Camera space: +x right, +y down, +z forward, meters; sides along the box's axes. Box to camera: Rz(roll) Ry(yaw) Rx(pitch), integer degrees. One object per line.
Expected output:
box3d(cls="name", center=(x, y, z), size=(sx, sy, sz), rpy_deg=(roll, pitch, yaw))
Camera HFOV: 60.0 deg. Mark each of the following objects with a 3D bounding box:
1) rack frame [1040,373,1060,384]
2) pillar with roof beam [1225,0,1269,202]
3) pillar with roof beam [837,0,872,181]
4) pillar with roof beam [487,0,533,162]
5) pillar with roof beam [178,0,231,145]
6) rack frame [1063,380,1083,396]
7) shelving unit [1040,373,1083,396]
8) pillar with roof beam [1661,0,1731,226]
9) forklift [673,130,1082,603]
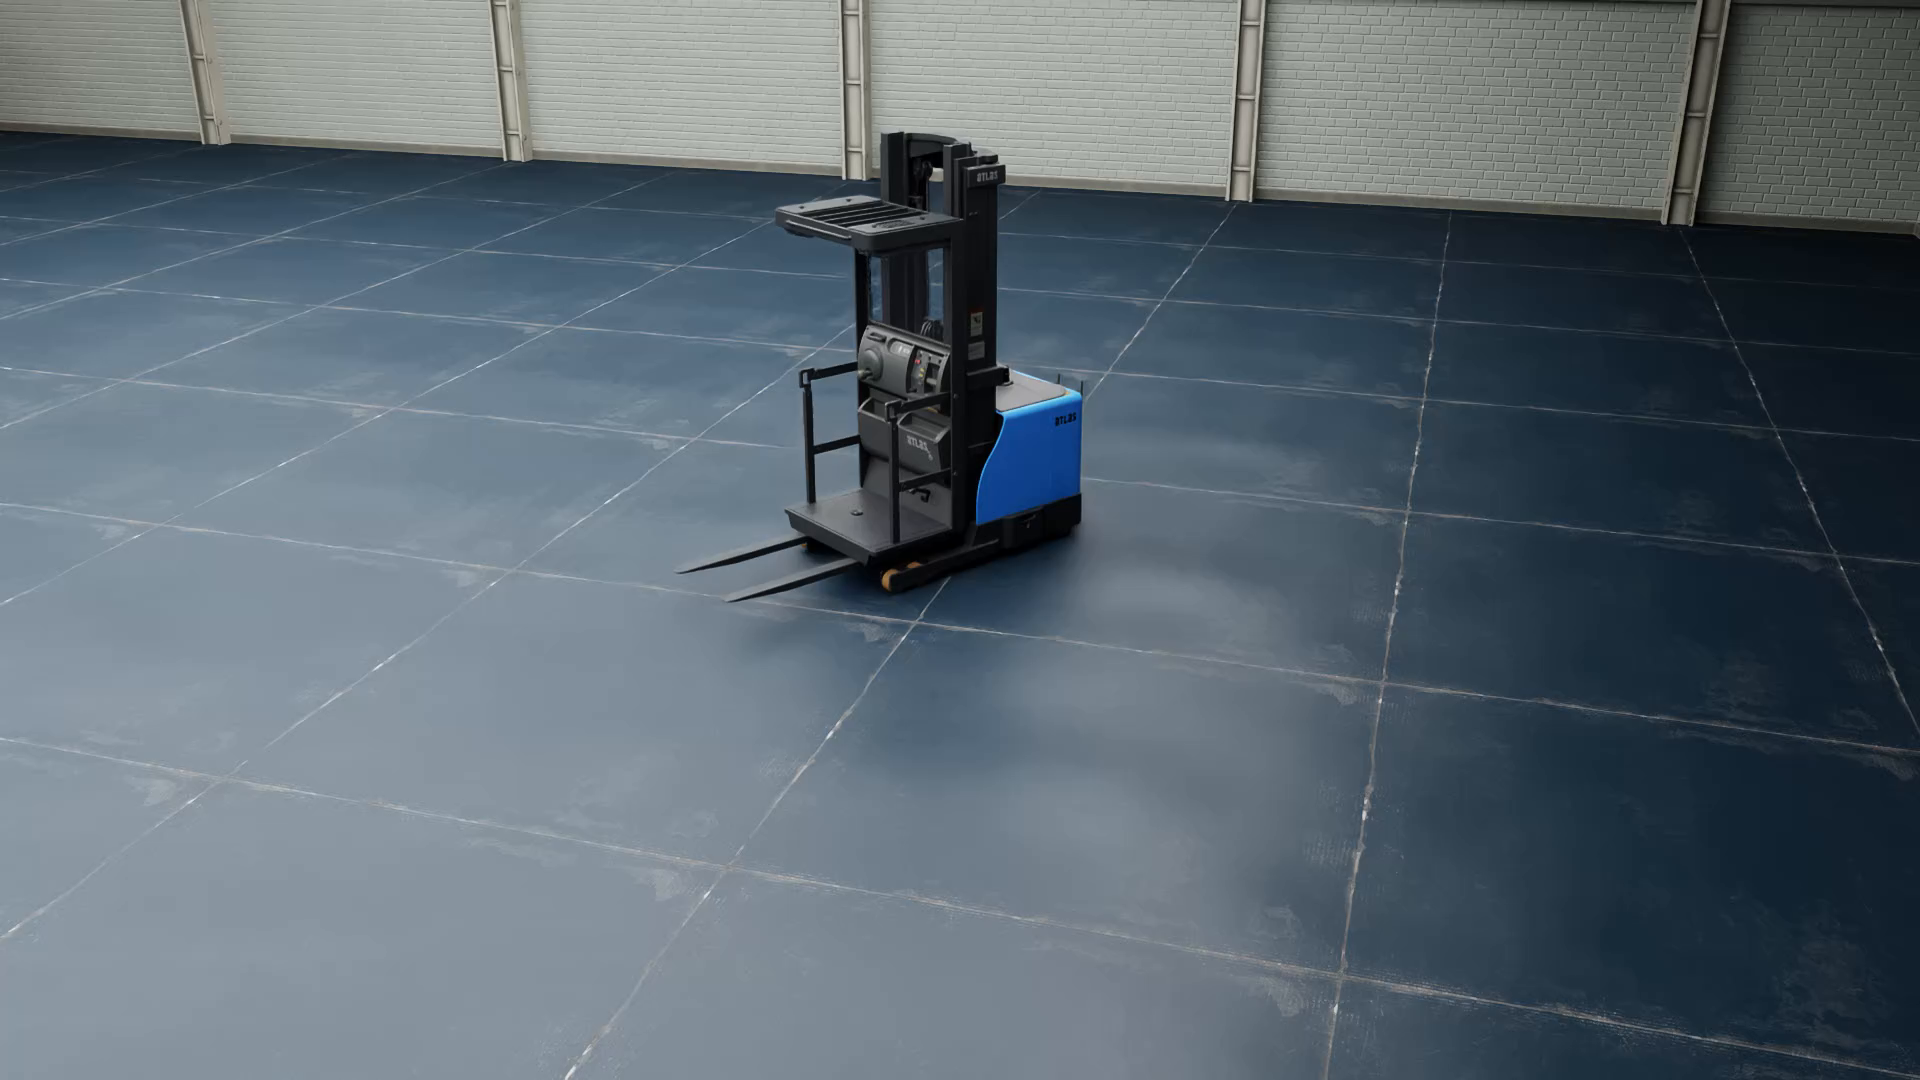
box3d(cls="rack frame", center=(0.680, -0.751, 12.718), size=(0.200, 1.050, 0.008), rpy_deg=(-18, 28, -37))
box3d(cls="pillar with roof beam", center=(2.890, -7.623, 18.997), size=(0.400, 9.000, 9.100), rpy_deg=(7, 23, 16))
box3d(cls="pillar with roof beam", center=(-2.855, -8.281, 20.600), size=(0.400, 9.000, 9.100), rpy_deg=(7, 23, 16))
box3d(cls="pillar with roof beam", center=(-8.599, -8.939, 22.204), size=(0.400, 9.000, 9.100), rpy_deg=(7, 23, 16))
box3d(cls="pillar with roof beam", center=(-14.343, -9.596, 23.807), size=(0.400, 9.000, 9.100), rpy_deg=(7, 23, 16))
box3d(cls="rack frame", center=(0.839, -0.681, 12.547), size=(0.200, 1.050, 0.008), rpy_deg=(-18, 28, -37))
box3d(cls="shelving unit", center=(0.759, -0.716, 12.632), size=(0.215, 1.050, 0.252), rpy_deg=(-18, 28, -37))
box3d(cls="pillar with roof beam", center=(8.634, -6.965, 17.393), size=(0.400, 9.000, 9.100), rpy_deg=(7, 23, 16))
box3d(cls="forklift", center=(-0.553, -1.215, 11.369), size=(3.031, 2.935, 1.130), rpy_deg=(-17, 28, -36))
